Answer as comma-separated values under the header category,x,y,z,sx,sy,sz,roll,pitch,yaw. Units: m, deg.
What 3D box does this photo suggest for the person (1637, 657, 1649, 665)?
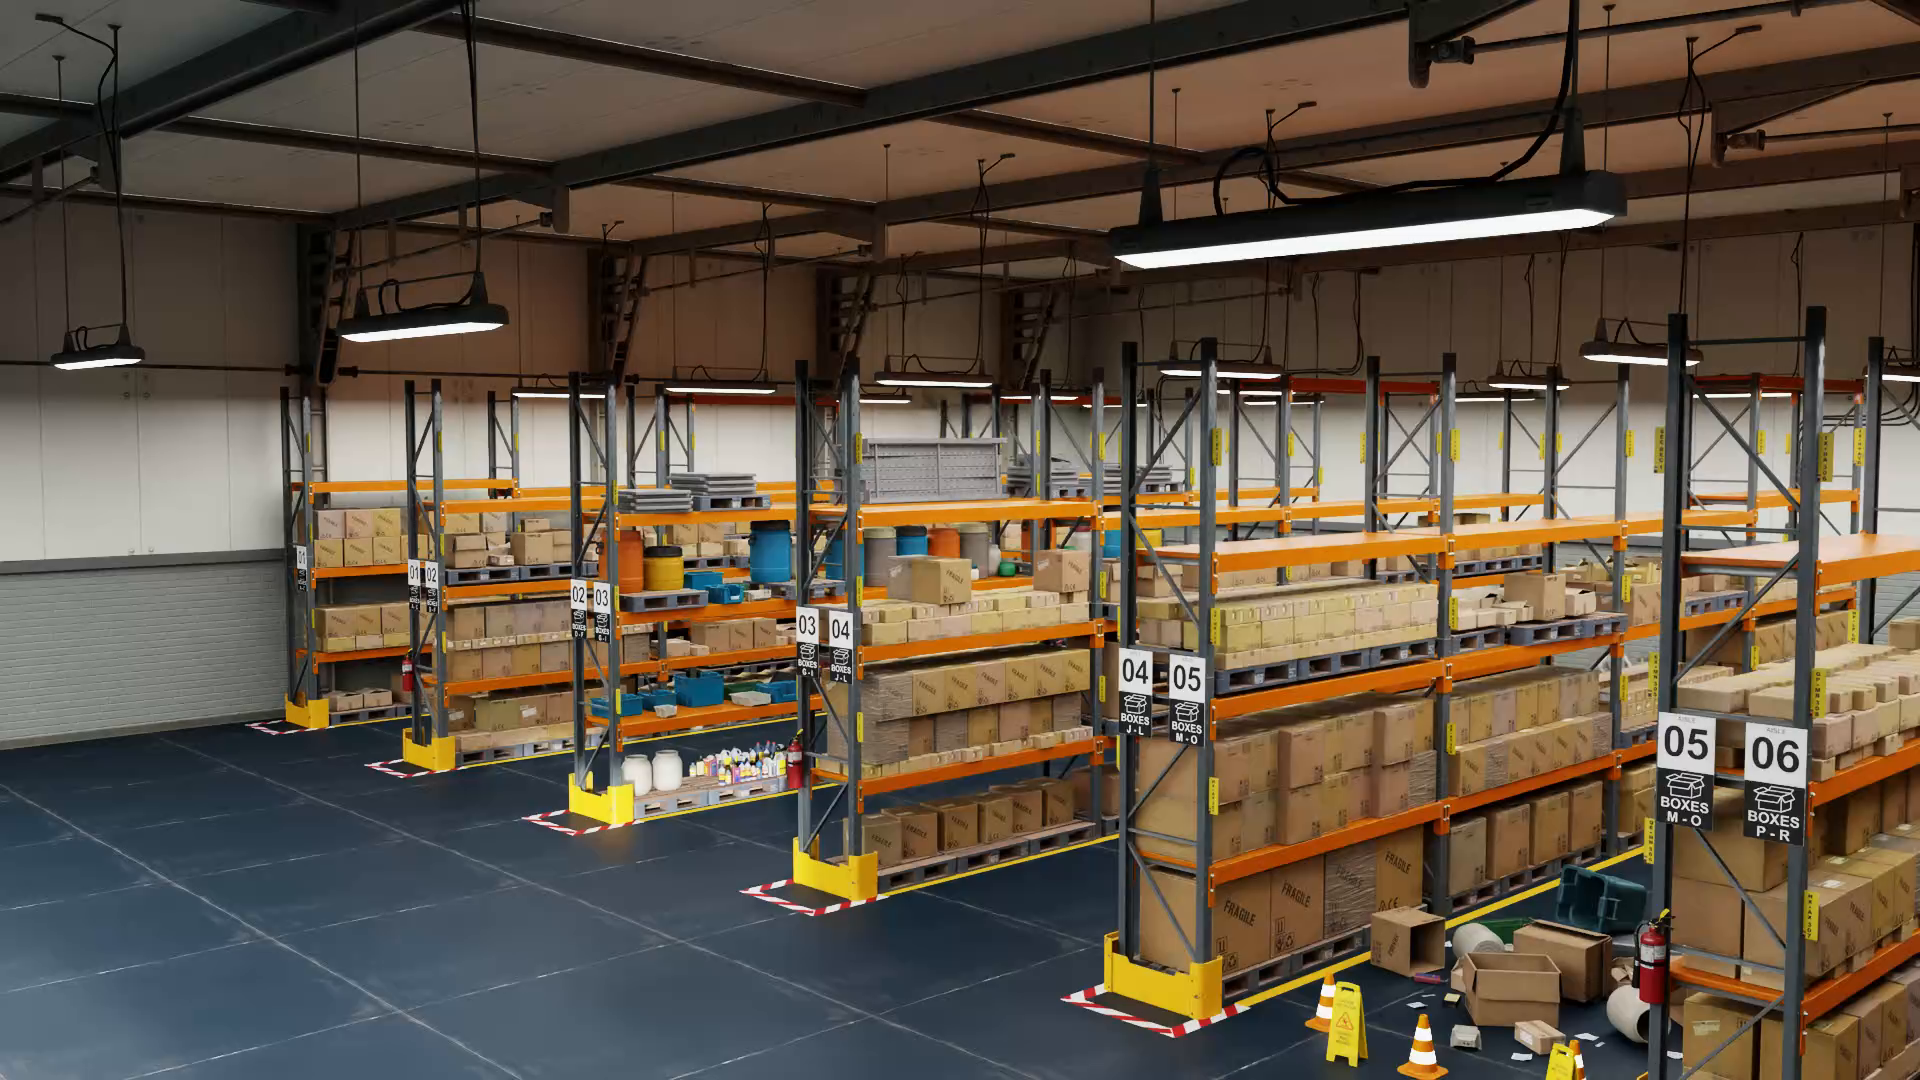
category,x,y,z,sx,sy,sz,roll,pitch,yaw
person,10.703,2.652,26.024,0.620,1.671,0.836,4,5,44

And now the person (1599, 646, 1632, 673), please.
category,x,y,z,sx,sy,sz,roll,pitch,yaw
person,11.325,2.541,28.660,0.566,1.586,0.783,1,4,11
